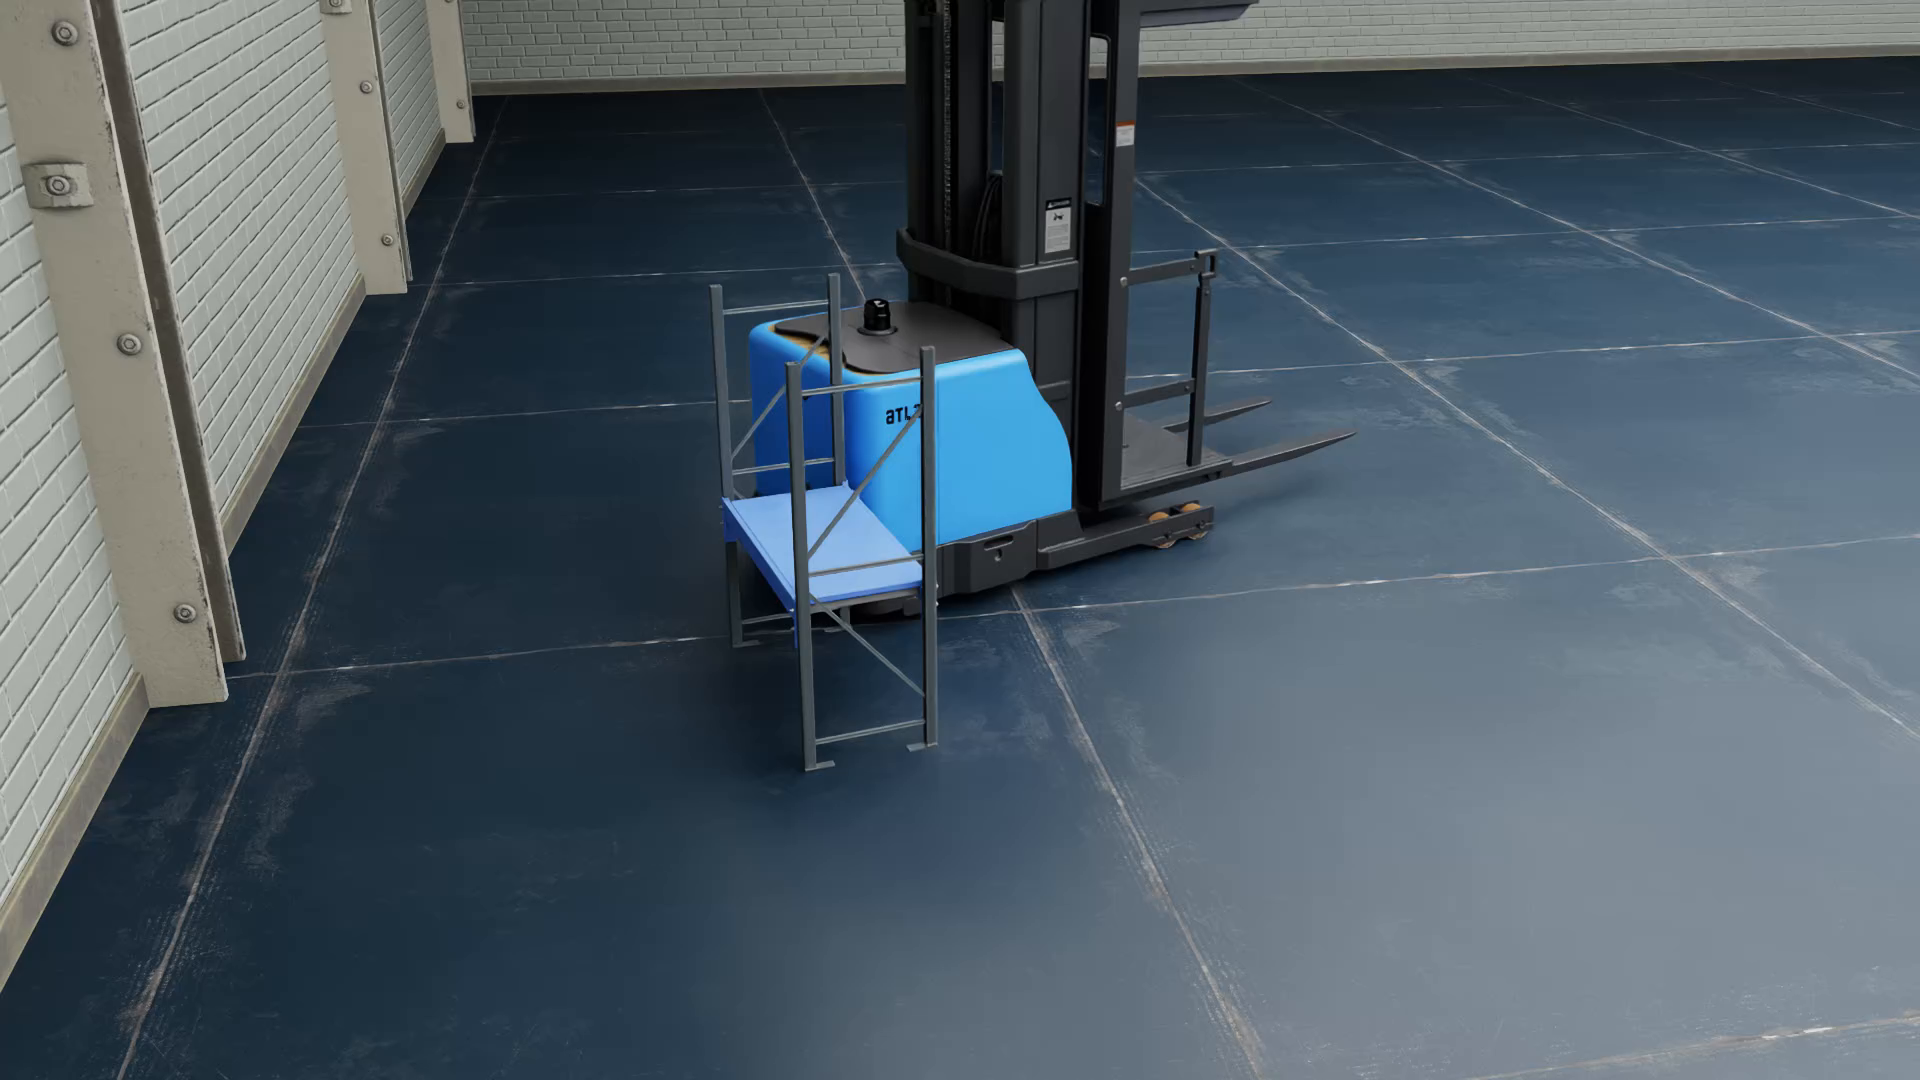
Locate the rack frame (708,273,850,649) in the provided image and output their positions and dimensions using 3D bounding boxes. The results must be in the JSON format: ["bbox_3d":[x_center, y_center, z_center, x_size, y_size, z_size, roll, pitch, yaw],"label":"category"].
[{"bbox_3d":[-0.695,-0.288,6.534,0.500,1.500,0.032,-9,25,-20],"label":"rack frame"}]

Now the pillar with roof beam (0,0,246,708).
[{"bbox_3d":[1.242,-3.894,5.423,9.100,9.000,0.400,-4,24,-10],"label":"pillar with roof beam"}]

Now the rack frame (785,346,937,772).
[{"bbox_3d":[-0.320,0.091,5.668,0.500,1.500,0.032,-9,25,-20],"label":"rack frame"}]

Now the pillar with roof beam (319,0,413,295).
[{"bbox_3d":[0.132,-6.254,10.826,9.100,9.000,0.400,-4,24,-10],"label":"pillar with roof beam"}]

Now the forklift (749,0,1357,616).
[{"bbox_3d":[0.579,-1.463,7.437,3.031,2.935,1.130,-15,28,-31],"label":"forklift"}]

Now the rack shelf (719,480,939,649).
[{"bbox_3d":[-0.507,0.066,6.173,0.538,0.185,1.000,-9,25,-20],"label":"rack shelf"}]

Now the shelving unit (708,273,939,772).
[{"bbox_3d":[-0.507,-0.098,6.101,0.538,1.500,1.048,-9,25,-20],"label":"shelving unit"}]

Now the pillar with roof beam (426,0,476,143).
[{"bbox_3d":[-0.977,-8.614,16.230,9.100,9.000,0.400,-4,24,-10],"label":"pillar with roof beam"}]
